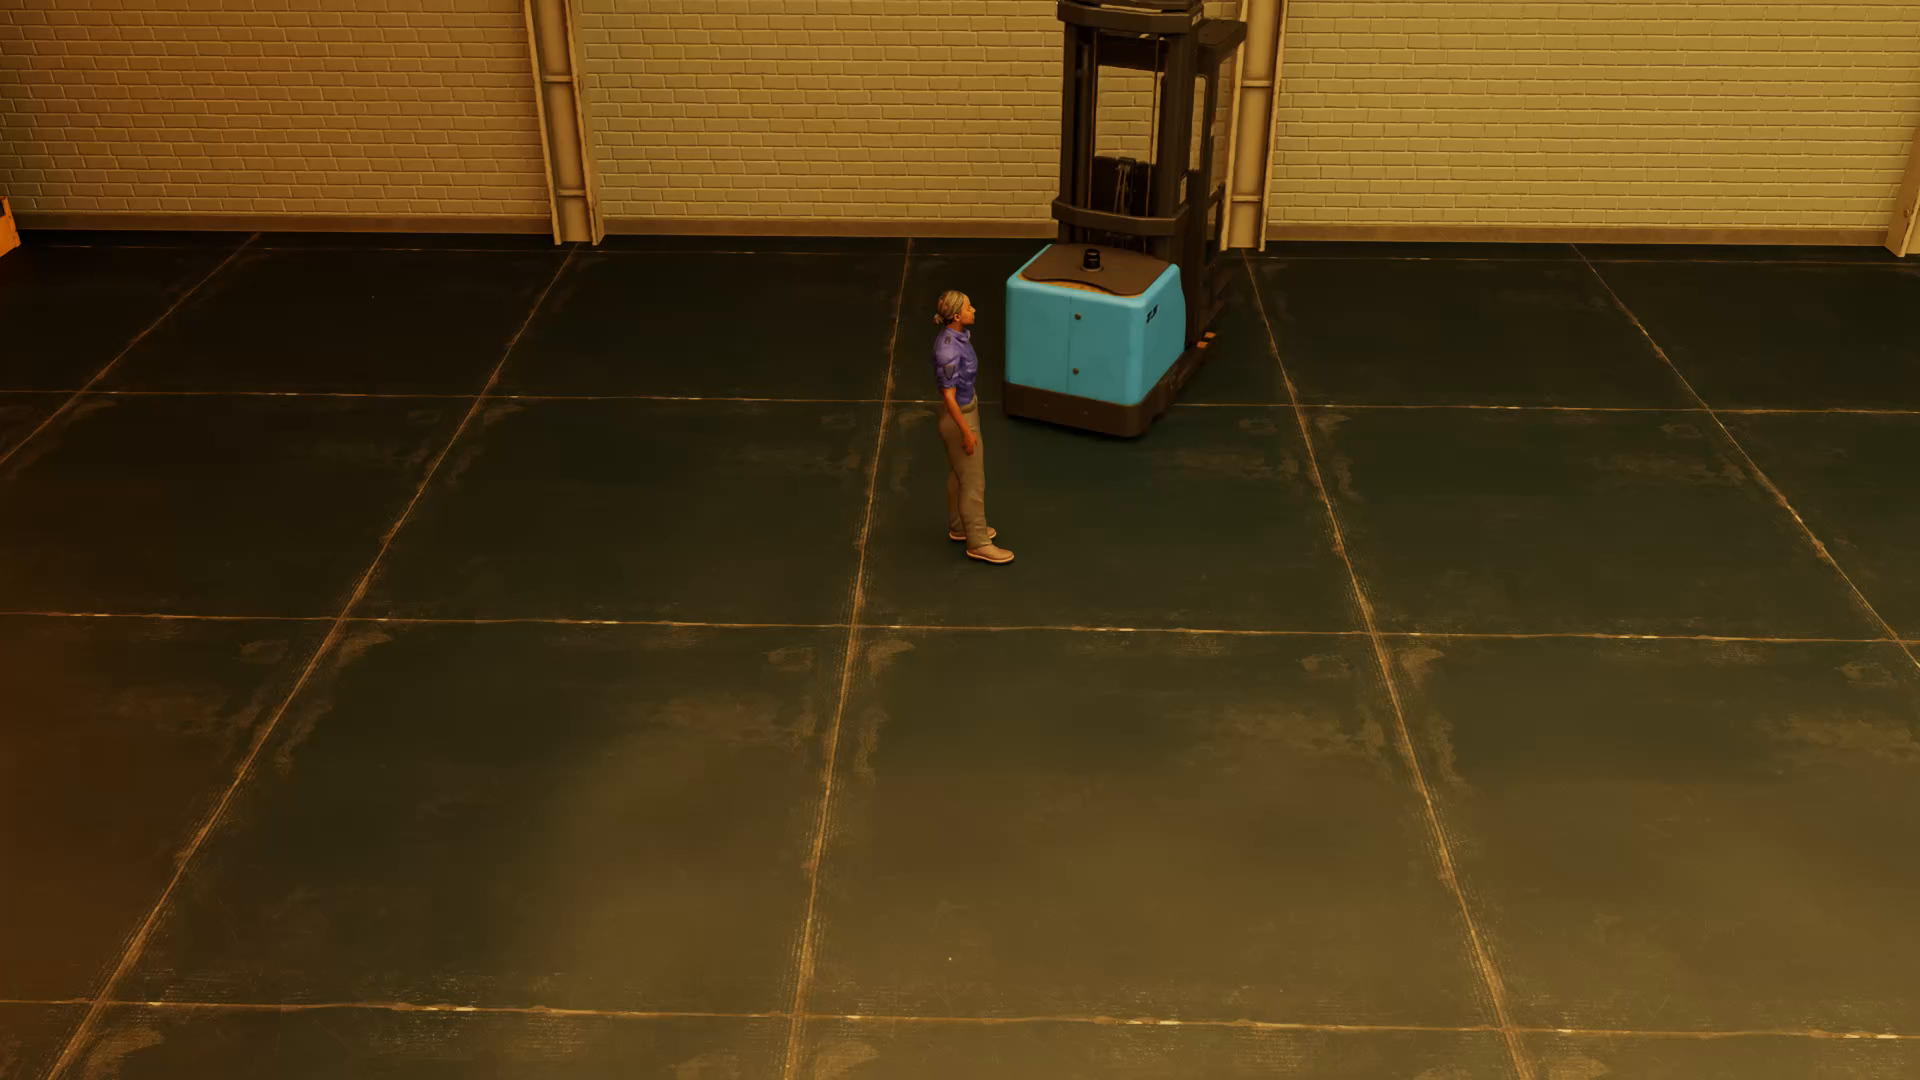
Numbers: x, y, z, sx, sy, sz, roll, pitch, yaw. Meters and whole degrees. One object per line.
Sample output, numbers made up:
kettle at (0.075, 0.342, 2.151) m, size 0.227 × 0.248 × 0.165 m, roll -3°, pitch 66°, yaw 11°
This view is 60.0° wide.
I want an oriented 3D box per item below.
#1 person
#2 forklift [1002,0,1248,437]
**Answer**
person at (0.087, -0.708, 10.058) m, size 0.503 × 1.656 × 0.570 m, roll 1°, pitch 31°, yaw 1°
forklift at (1.376, -2.708, 12.207) m, size 1.130 × 2.935 × 3.031 m, roll 13°, pitch 33°, yaw 21°
